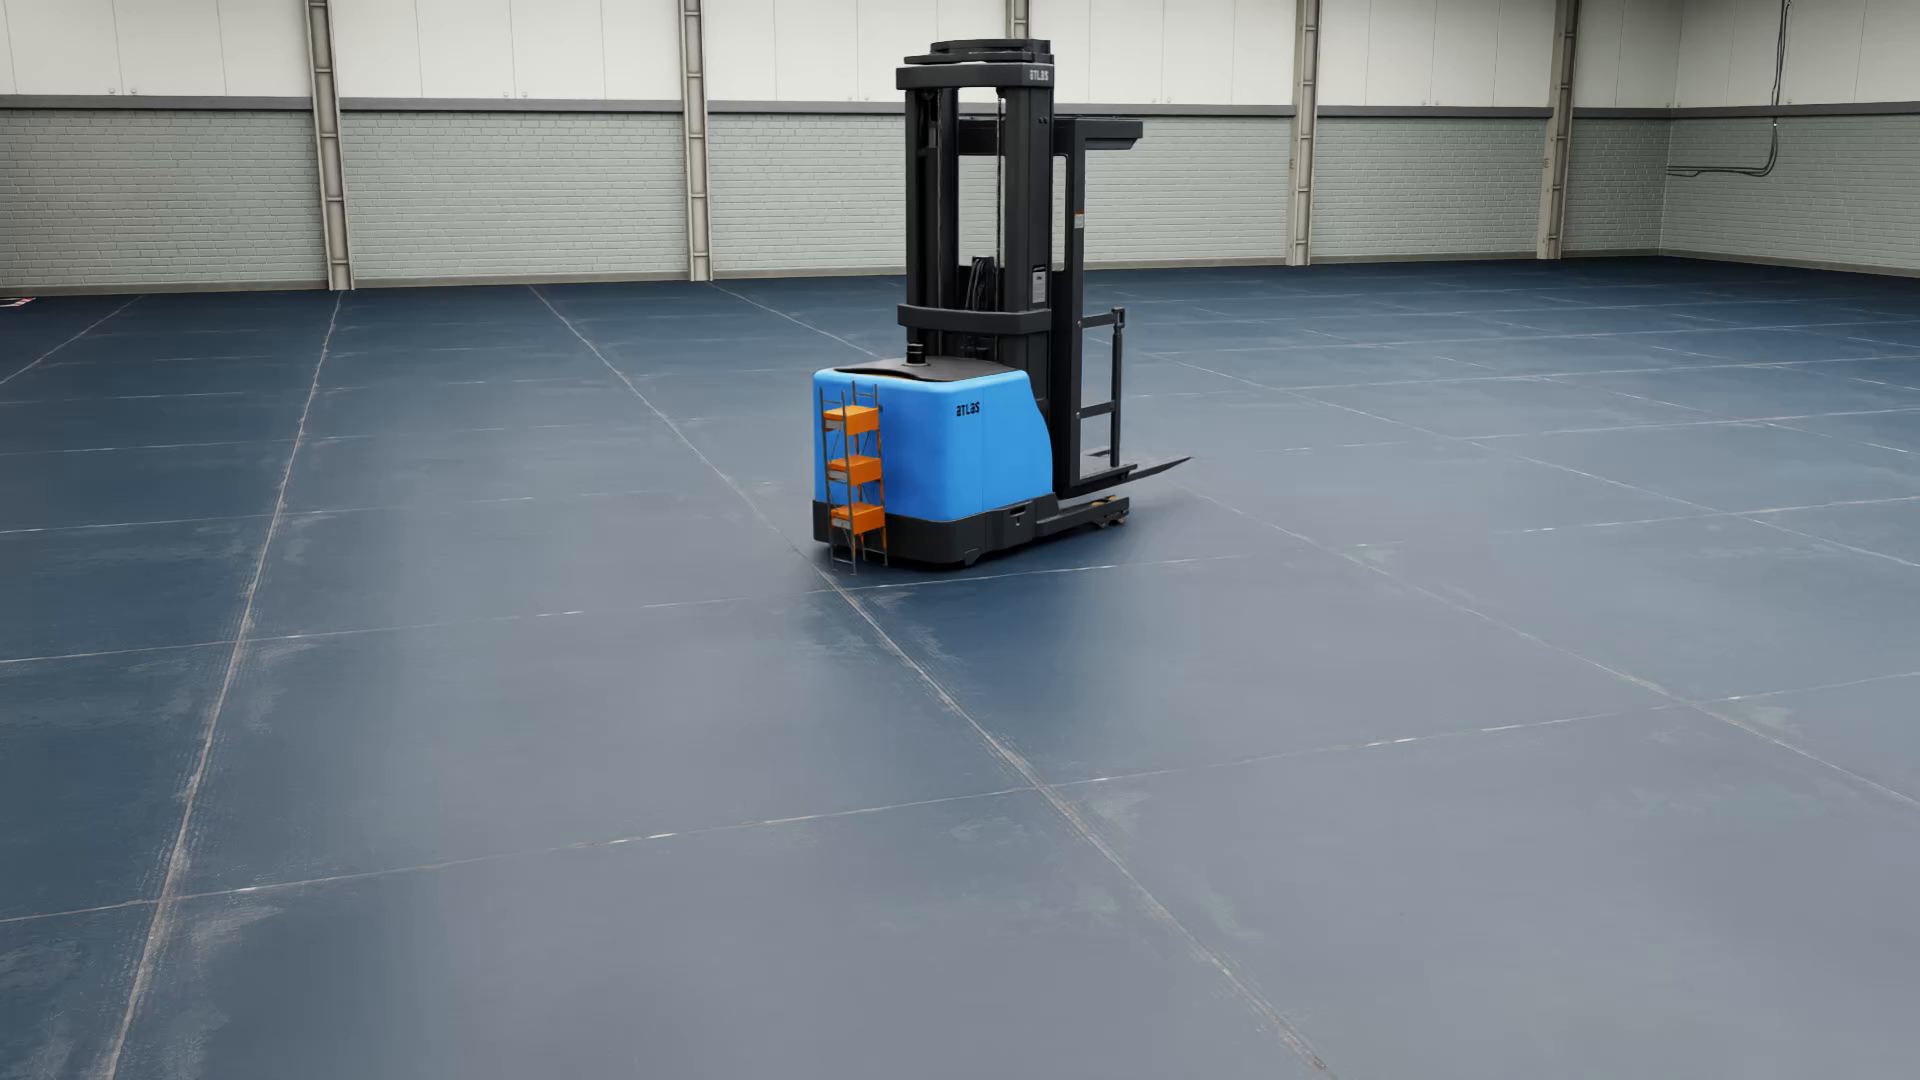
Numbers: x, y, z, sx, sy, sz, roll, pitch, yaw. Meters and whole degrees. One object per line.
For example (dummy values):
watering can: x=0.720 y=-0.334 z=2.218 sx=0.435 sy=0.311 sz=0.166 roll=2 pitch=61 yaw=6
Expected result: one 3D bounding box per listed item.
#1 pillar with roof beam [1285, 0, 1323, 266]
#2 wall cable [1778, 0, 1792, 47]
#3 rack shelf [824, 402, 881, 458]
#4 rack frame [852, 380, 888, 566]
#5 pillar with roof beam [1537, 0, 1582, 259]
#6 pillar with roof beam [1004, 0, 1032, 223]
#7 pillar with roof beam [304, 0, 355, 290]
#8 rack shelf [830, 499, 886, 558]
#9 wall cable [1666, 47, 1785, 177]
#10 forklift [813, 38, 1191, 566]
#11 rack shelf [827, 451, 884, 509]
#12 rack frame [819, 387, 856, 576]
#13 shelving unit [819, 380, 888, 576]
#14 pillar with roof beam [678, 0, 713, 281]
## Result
pillar with roof beam: x=8.131 y=-8.945 z=28.303 sx=0.400 sy=9.000 sz=9.100 roll=-4 pitch=14 yaw=-18
wall cable: x=16.521 y=-10.613 z=31.110 sx=0.112 sy=2.526 sz=3.097 roll=-4 pitch=14 yaw=-18
rack shelf: x=-0.604 y=-0.609 z=9.224 sx=0.215 sy=0.259 sz=0.240 roll=13 pitch=22 yaw=43
rack frame: x=-0.508 y=-0.374 z=9.382 sx=0.200 sy=1.050 sz=0.008 roll=13 pitch=22 yaw=43
pillar with roof beam: x=13.817 y=-9.388 z=30.165 sx=0.400 sy=9.000 sz=9.100 roll=-4 pitch=14 yaw=-18
pillar with roof beam: x=2.444 y=-8.502 z=26.442 sx=0.400 sy=9.000 sz=9.100 roll=-4 pitch=14 yaw=-18
pillar with roof beam: x=-8.929 y=-7.617 z=22.718 sx=0.400 sy=9.000 sz=9.100 roll=-4 pitch=14 yaw=-18
rack shelf: x=-0.580 y=-0.069 z=9.378 sx=0.215 sy=0.259 sz=0.240 roll=13 pitch=22 yaw=43
wall cable: x=15.658 y=-8.749 z=34.189 sx=0.112 sy=2.526 sz=3.097 roll=-4 pitch=14 yaw=-18
forklift: x=0.429 y=-1.565 z=10.388 sx=1.130 sy=2.935 sz=3.031 roll=10 pitch=17 yaw=37
rack shelf: x=-0.592 y=-0.336 z=9.302 sx=0.215 sy=0.259 sz=0.240 roll=13 pitch=22 yaw=43
rack frame: x=-0.677 y=-0.319 z=9.215 sx=0.200 sy=1.050 sz=0.008 roll=13 pitch=22 yaw=43
shelving unit: x=-0.592 y=-0.346 z=9.299 sx=0.215 sy=1.050 sz=0.252 roll=13 pitch=22 yaw=43
pillar with roof beam: x=-3.243 y=-8.060 z=24.580 sx=0.400 sy=9.000 sz=9.100 roll=-4 pitch=14 yaw=-18
